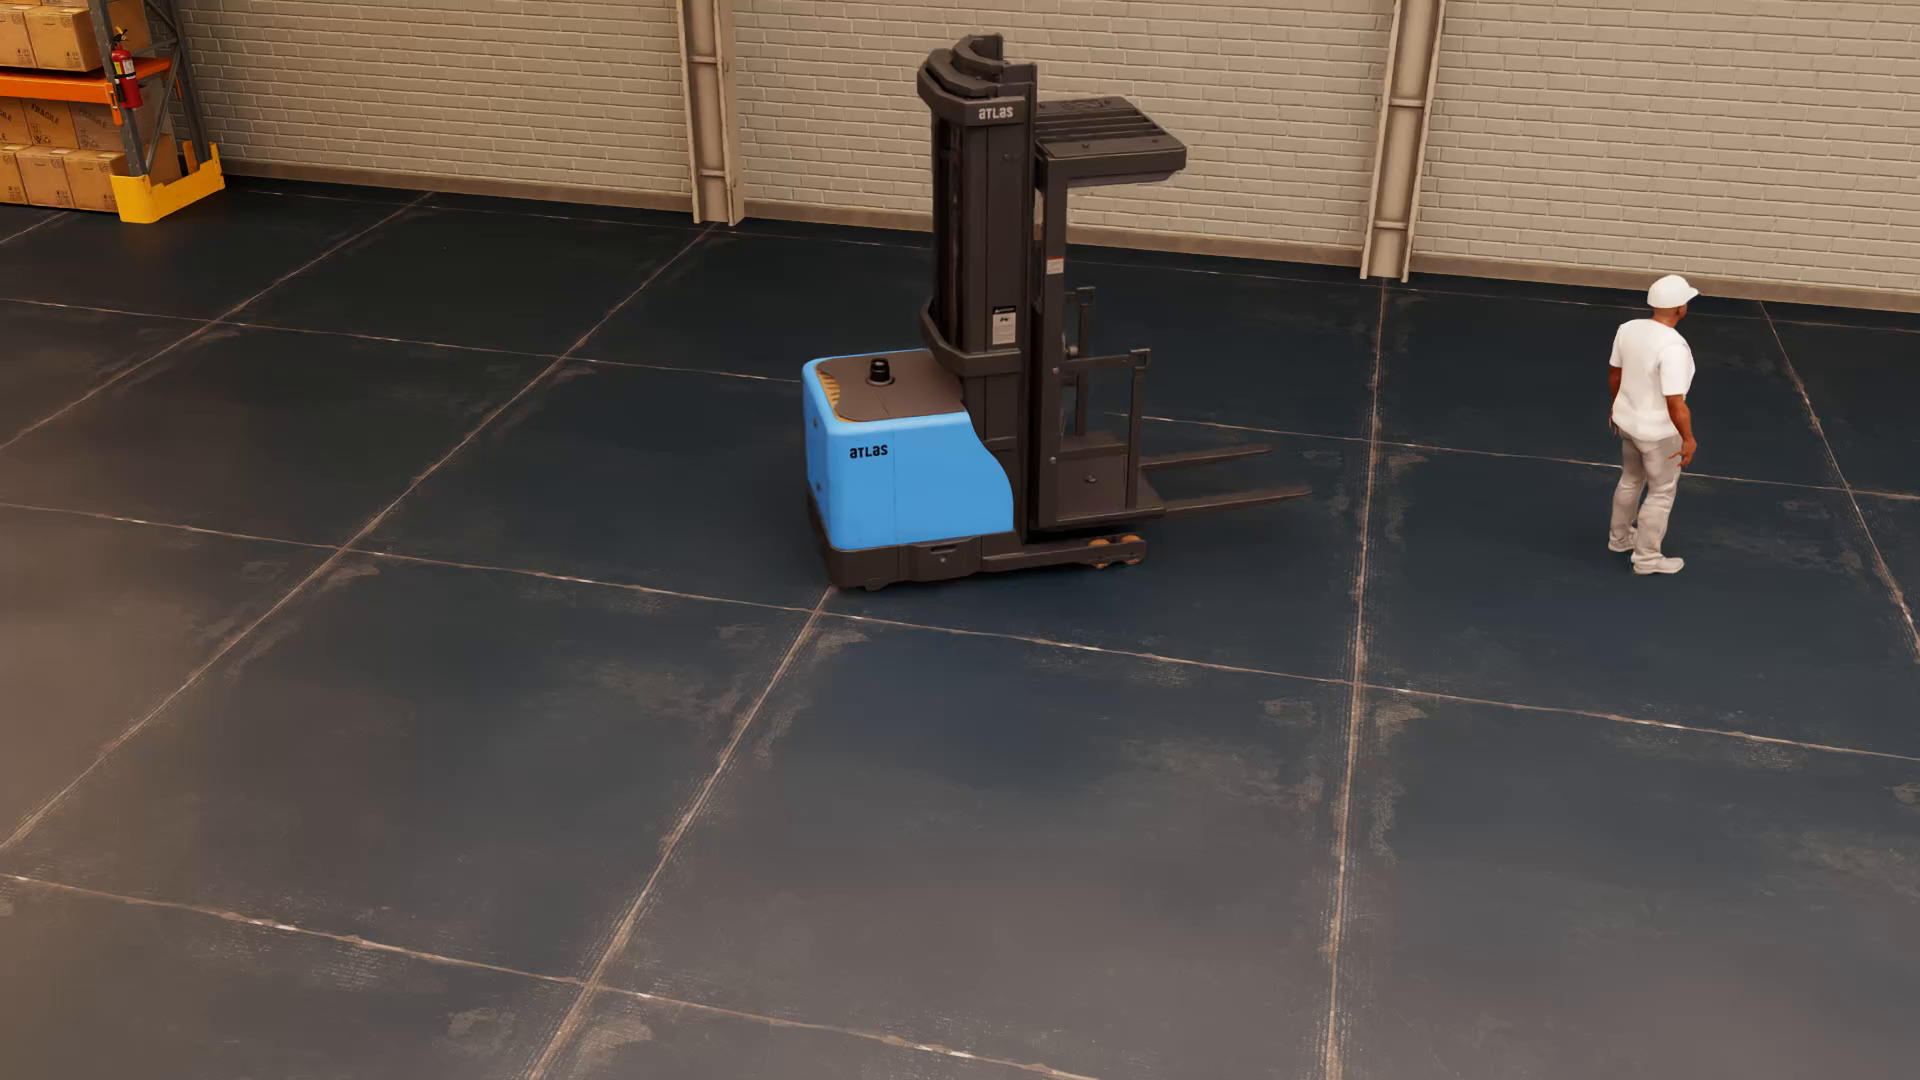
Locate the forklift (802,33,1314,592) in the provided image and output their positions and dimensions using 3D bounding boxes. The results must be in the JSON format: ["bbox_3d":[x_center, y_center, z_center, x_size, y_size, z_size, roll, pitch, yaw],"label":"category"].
[{"bbox_3d":[0.624,-1.358,9.566,3.031,2.935,1.130,-7,30,-12],"label":"forklift"}]

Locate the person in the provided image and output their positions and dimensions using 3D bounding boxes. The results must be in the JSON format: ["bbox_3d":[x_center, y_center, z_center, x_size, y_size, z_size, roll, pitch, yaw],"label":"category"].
[{"bbox_3d":[3.993,-0.664,9.536,0.492,1.778,0.661,-7,30,-13],"label":"person"}]
